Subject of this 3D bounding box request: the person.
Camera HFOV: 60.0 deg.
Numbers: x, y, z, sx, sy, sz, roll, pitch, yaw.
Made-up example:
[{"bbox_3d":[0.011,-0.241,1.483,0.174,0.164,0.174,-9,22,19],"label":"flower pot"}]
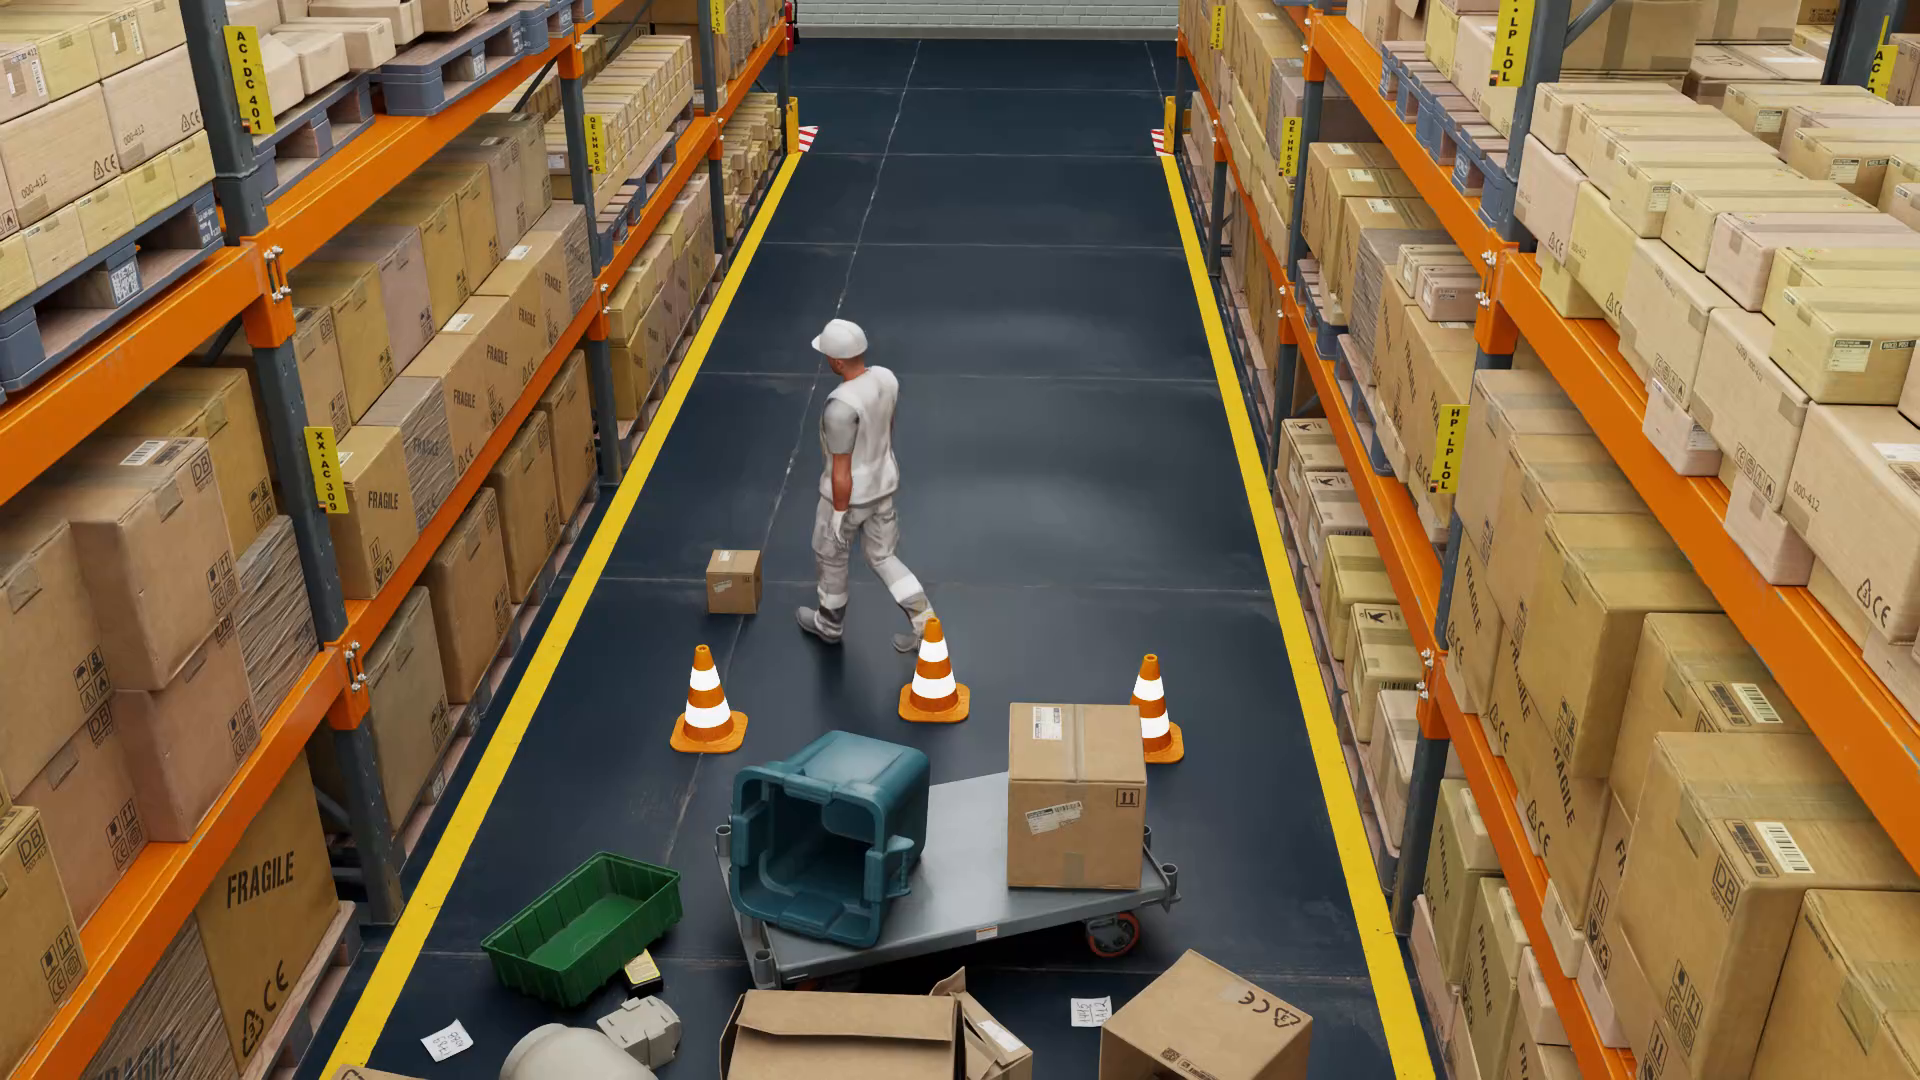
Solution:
[{"bbox_3d":[-0.472,-0.220,8.038,0.897,1.765,0.560,21,34,34],"label":"person"}]
